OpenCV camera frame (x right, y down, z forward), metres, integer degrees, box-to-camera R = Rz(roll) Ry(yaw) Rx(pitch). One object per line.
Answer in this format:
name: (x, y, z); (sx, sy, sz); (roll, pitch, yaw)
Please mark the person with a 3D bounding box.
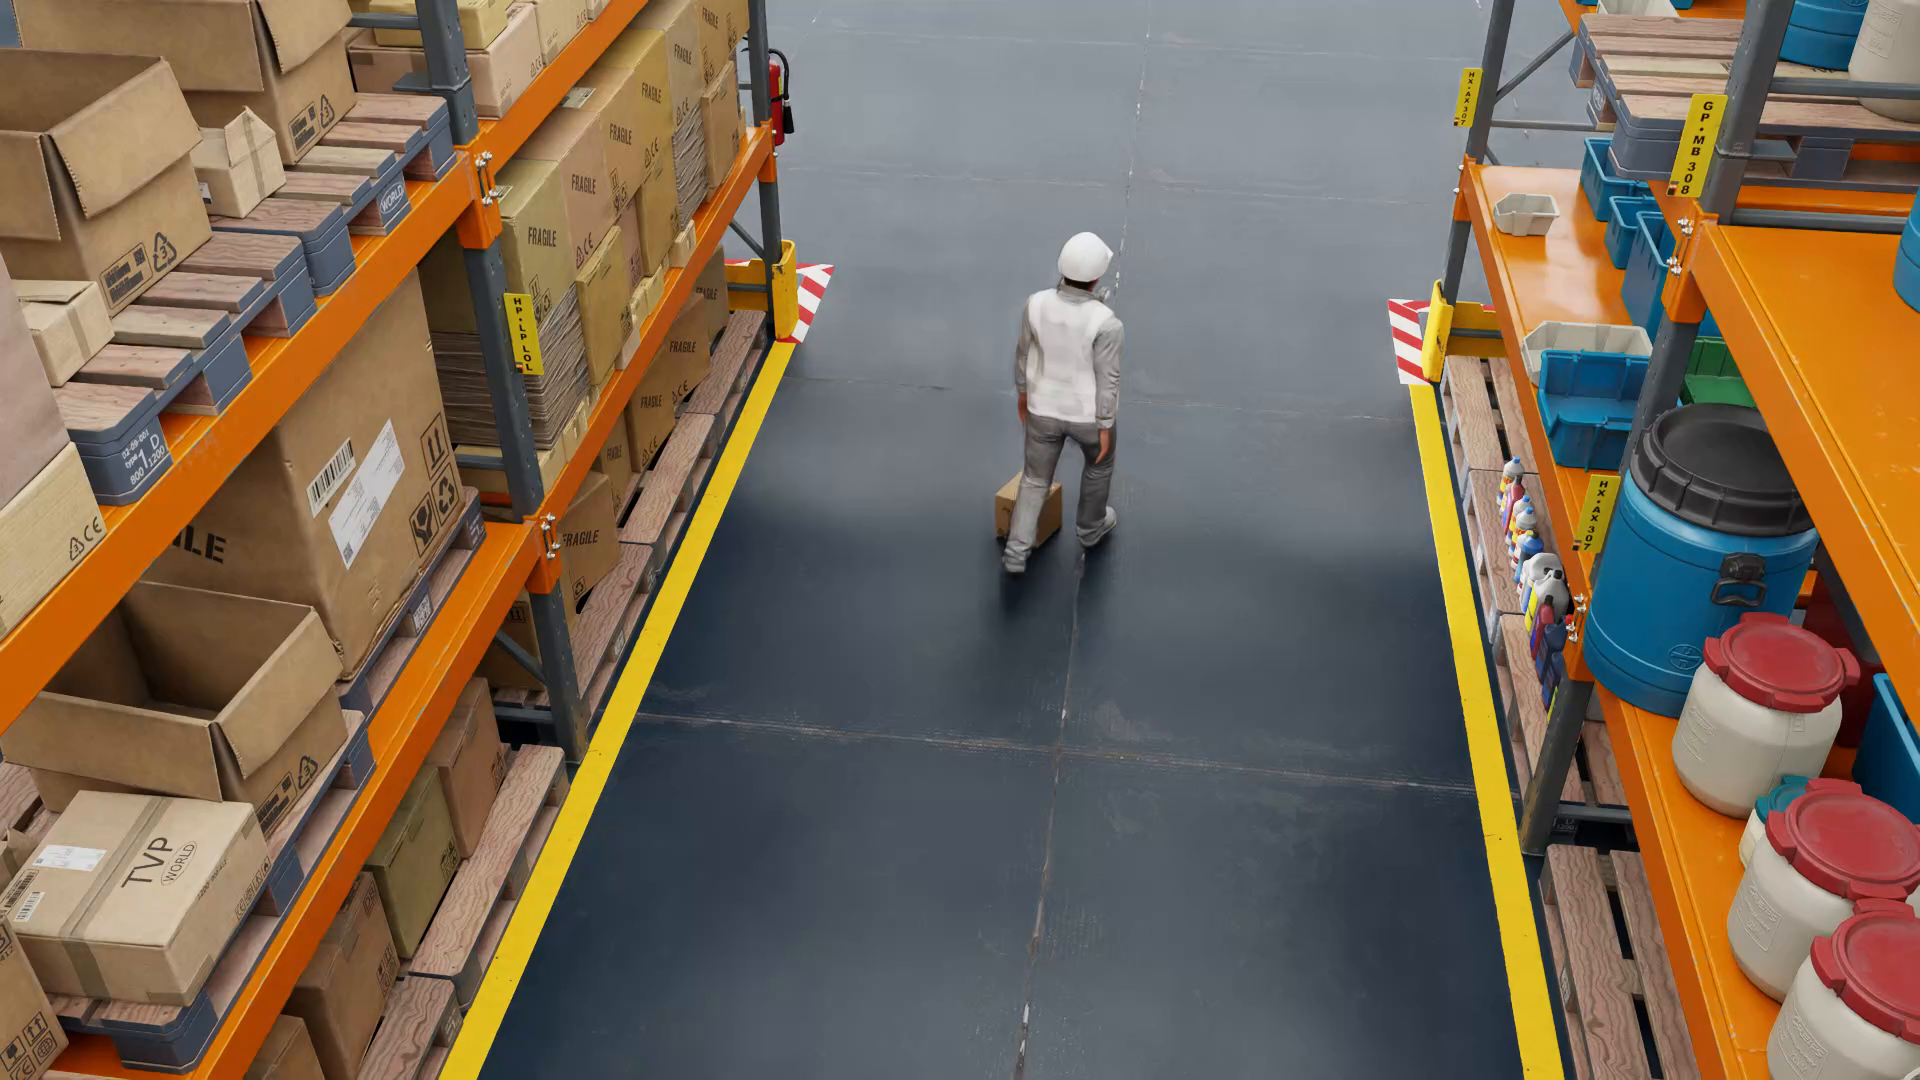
person: (0.488, -0.619, 7.873); (0.543, 1.741, 0.856); (14, 38, 19)
